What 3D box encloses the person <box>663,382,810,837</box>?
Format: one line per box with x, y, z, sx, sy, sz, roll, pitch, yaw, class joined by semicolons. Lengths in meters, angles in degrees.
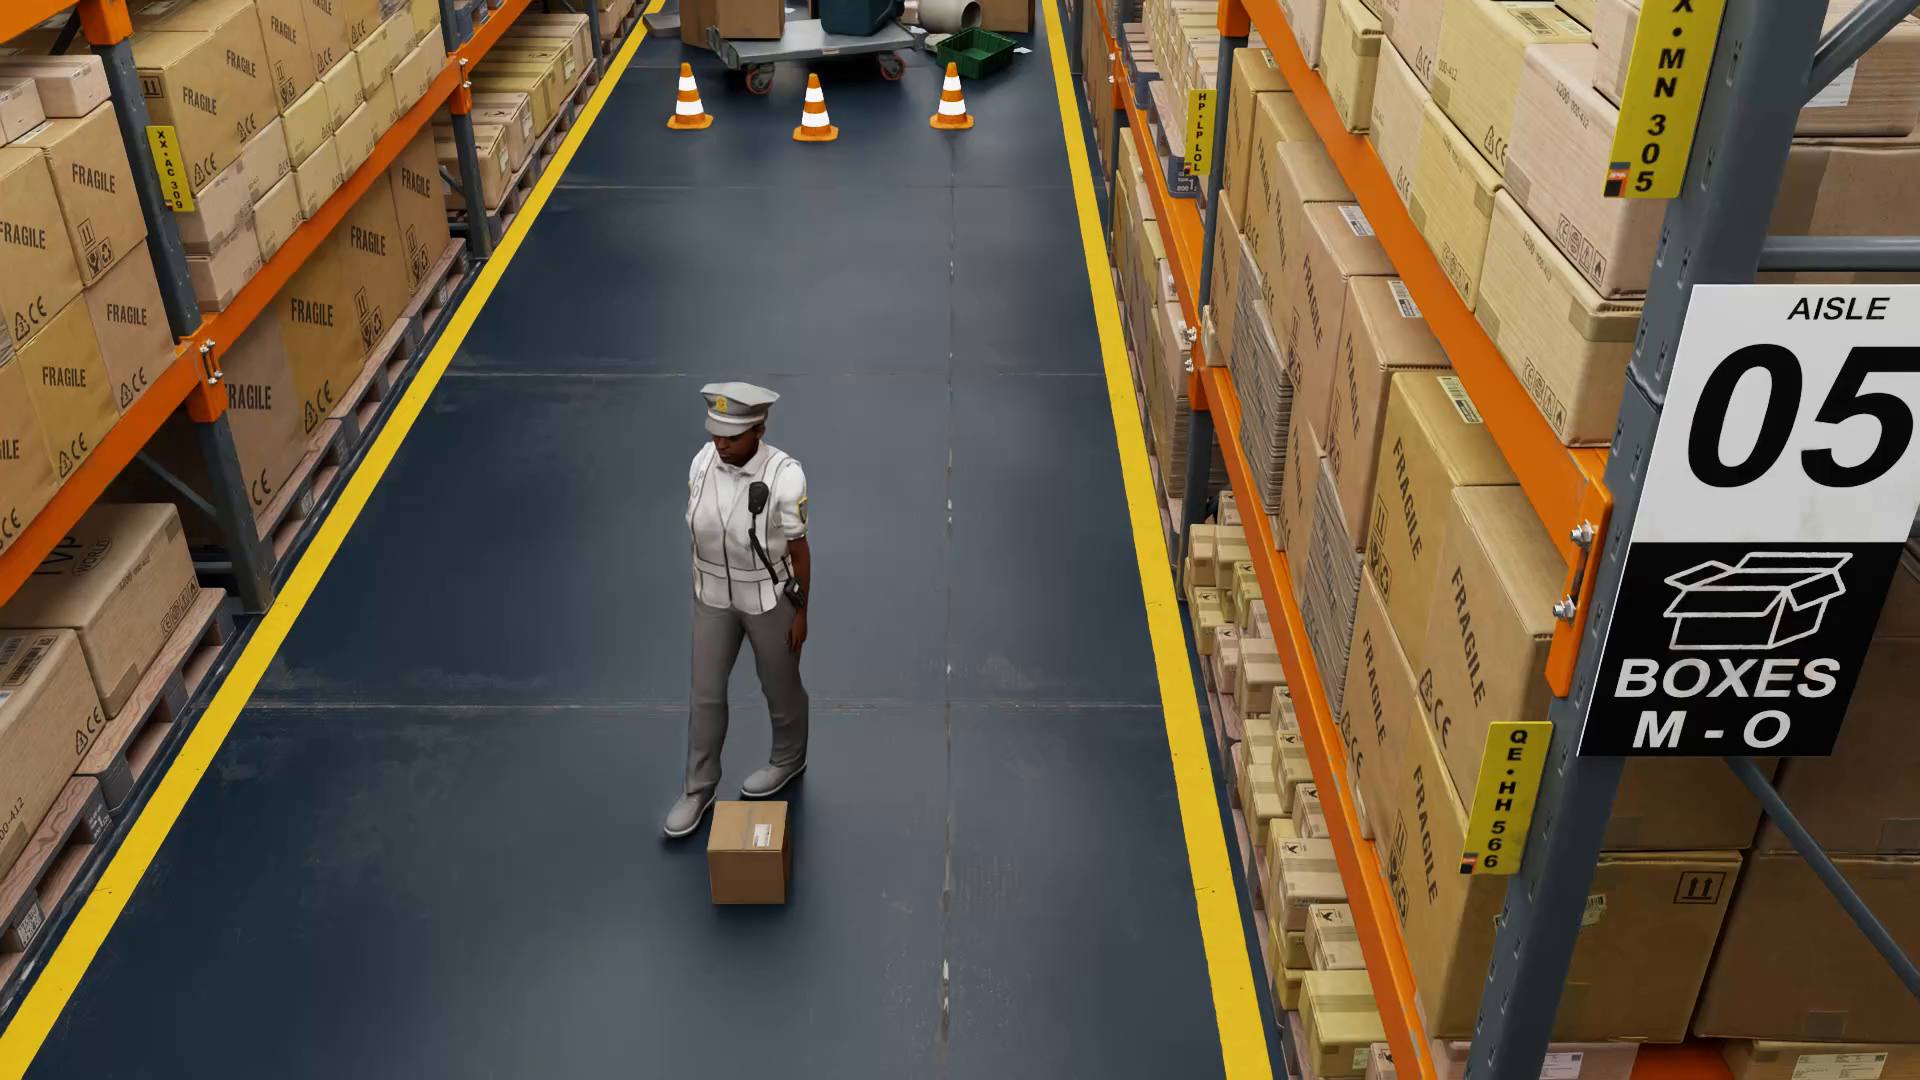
-0.775;0.262;5.685;0.458;1.674;0.590;10;33;16;person
